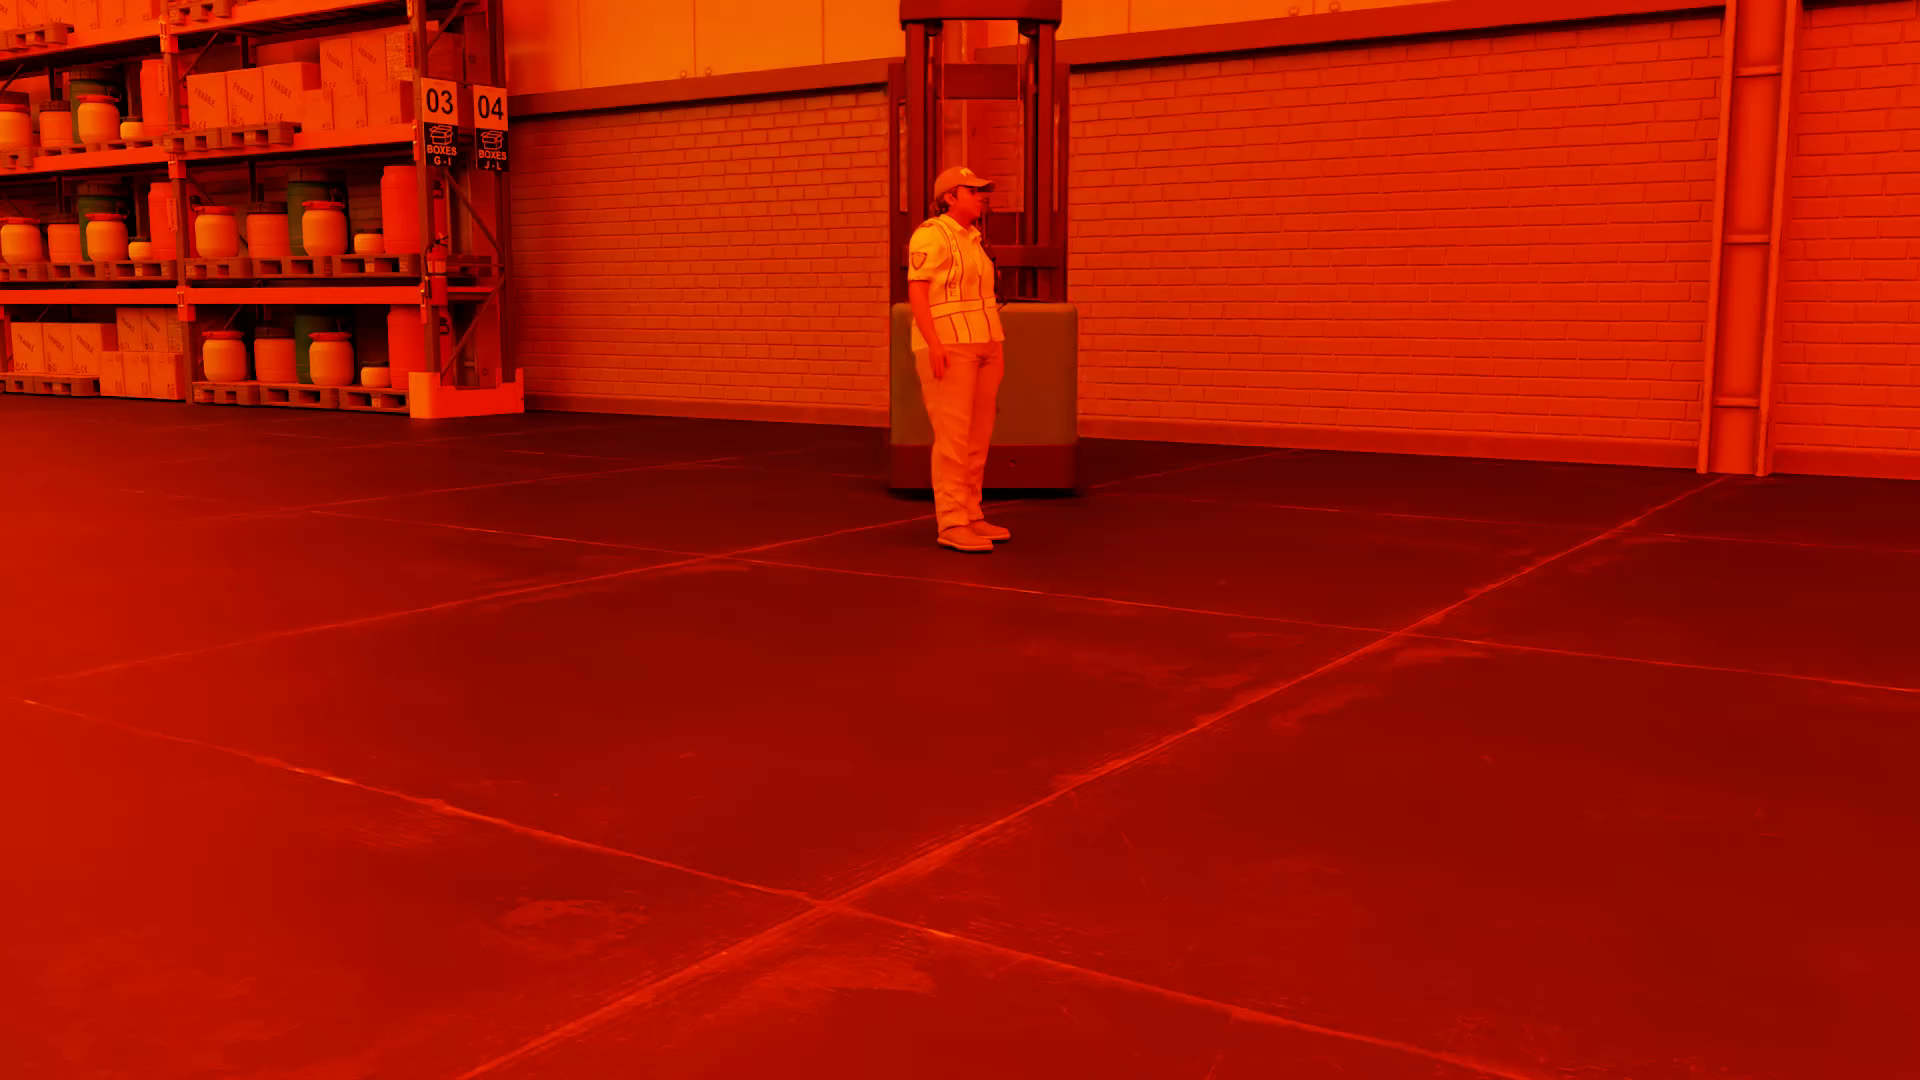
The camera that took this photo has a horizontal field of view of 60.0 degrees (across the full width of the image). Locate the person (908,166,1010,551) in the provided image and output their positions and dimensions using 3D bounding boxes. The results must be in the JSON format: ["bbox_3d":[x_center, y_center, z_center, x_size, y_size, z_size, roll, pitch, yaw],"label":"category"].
[{"bbox_3d":[0.051,-0.823,7.424,0.529,1.670,0.598,5,10,34],"label":"person"}]

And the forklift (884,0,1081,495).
[{"bbox_3d":[0.109,-1.874,10.371,1.130,2.935,3.031,0,8,-1],"label":"forklift"}]
